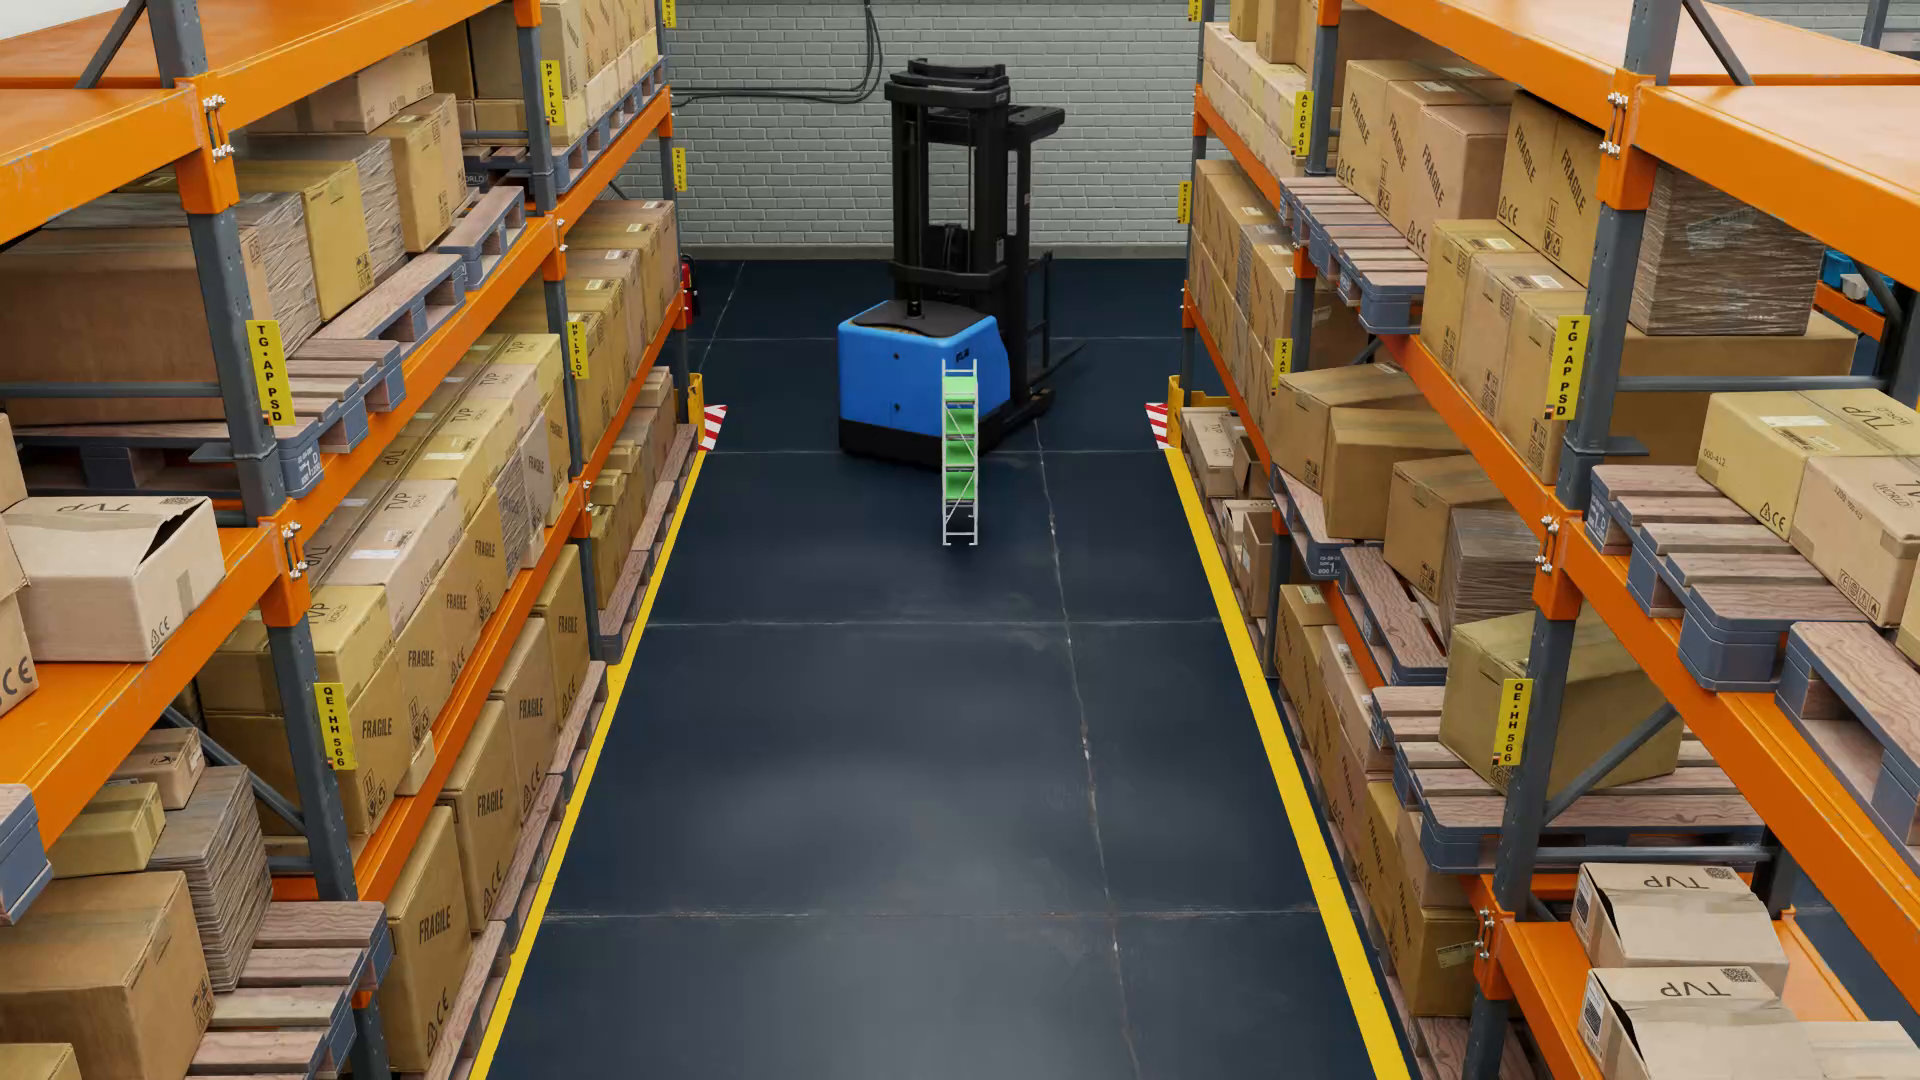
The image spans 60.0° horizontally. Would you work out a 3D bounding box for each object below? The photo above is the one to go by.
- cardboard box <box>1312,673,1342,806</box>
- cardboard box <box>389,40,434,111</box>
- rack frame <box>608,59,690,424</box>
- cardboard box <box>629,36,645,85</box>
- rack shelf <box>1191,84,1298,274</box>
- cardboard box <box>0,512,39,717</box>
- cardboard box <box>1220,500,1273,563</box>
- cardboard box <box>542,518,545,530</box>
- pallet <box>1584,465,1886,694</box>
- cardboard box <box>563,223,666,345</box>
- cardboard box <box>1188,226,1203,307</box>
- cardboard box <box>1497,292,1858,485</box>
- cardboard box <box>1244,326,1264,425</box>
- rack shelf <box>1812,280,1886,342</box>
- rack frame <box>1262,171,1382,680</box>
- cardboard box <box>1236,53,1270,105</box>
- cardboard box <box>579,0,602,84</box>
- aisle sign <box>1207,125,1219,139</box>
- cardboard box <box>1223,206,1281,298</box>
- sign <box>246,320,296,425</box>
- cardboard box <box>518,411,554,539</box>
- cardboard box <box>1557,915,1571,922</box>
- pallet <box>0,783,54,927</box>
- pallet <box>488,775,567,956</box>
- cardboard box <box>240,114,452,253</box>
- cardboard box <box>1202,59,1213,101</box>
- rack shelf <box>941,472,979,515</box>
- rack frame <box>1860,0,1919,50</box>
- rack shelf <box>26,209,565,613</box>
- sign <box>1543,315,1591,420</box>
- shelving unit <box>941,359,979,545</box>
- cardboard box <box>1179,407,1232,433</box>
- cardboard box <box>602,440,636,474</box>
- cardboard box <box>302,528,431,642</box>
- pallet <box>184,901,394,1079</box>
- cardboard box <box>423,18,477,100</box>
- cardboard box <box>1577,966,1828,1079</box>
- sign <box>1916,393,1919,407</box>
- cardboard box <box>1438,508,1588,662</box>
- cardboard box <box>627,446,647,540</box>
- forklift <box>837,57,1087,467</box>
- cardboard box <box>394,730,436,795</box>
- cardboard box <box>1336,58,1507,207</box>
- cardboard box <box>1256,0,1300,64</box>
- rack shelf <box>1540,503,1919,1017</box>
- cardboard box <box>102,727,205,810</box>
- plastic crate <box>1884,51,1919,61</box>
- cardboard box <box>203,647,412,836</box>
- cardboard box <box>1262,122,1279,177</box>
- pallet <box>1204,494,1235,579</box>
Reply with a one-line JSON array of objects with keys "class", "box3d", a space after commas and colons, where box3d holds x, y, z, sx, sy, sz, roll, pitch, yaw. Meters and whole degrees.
[{"class": "cardboard box", "box3d": [2.096, 1.003, 8.393, 0.500, 0.500, 0.500, 0, 24, 0]}, {"class": "cardboard box", "box3d": [-2.756, -2.129, 7.613, 0.500, 0.250, 0.500, 1, 24, 3]}, {"class": "rack frame", "box3d": [-2.678, -2.186, 12.944, 1.000, 3.000, 0.127, 0, 24, -1]}, {"class": "cardboard box", "box3d": [-2.397, -3.207, 11.111, 0.500, 0.250, 0.500, -1, 24, -3]}, {"class": "rack shelf", "box3d": [2.298, -2.425, 10.705, 1.077, 0.370, 4.000, 0, 24, -1]}, {"class": "cardboard box", "box3d": [-2.669, 0.222, 3.830, 0.797, 0.503, 0.637, 3, 25, 7]}, {"class": "cardboard box", "box3d": [2.021, -0.080, 11.016, 0.500, 0.311, 0.500, 0, 24, -1]}, {"class": "cardboard box", "box3d": [-2.363, -0.084, 8.576, 0.380, 0.149, 0.250, 0, 24, 1]}, {"class": "pallet", "box3d": [2.460, 0.085, 4.512, 1.213, 0.211, 1.003, 1, 24, 2]}, {"class": "cardboard box", "box3d": [-2.643, -1.813, 11.755, 0.980, 0.700, 0.700, 0, 24, -1]}, {"class": "cardboard box", "box3d": [2.017, -2.072, 12.569, 0.500, 0.500, 0.500, 0, 24, 1]}, {"class": "cardboard box", "box3d": [2.325, -0.506, 5.467, 0.910, 0.500, 0.500, 0, 24, -1]}, {"class": "cardboard box", "box3d": [2.050, -1.025, 10.255, 0.500, 0.500, 0.500, 0, 24, 1]}, {"class": "rack shelf", "box3d": [7.251, -1.079, 11.369, 1.077, 0.370, 4.000, 0, 24, -1]}, {"class": "rack frame", "box3d": [2.319, -0.562, 9.353, 1.000, 3.000, 0.127, 0, 24, -1]}, {"class": "cardboard box", "box3d": [2.033, -2.905, 10.469, 0.500, 0.250, 0.500, 0, 24, -1]}, {"class": "cardboard box", "box3d": [-2.373, -2.922, 9.572, 0.500, 0.500, 0.500, -1, 24, -2]}, {"class": "aisle sign", "box3d": [1.981, -3.422, 12.520, 0.394, 0.787, 0.004, 0, 24, -1]}, {"class": "cardboard box", "box3d": [2.037, -1.896, 10.968, 0.500, 0.500, 0.500, 0, 24, -1]}, {"class": "sign", "box3d": [-2.048, -0.494, 4.934, 0.100, 0.325, 0.005, 0, 24, -1]}, {"class": "cardboard box", "box3d": [-2.361, -0.329, 8.331, 0.500, 0.500, 0.500, 0, 24, 0]}, {"class": "cardboard box", "box3d": [2.644, 1.836, 6.550, 0.500, 0.500, 0.500, 1, 24, 2]}, {"class": "pallet", "box3d": [-2.461, 0.795, 2.940, 1.213, 0.211, 1.003, 0, 24, -1]}, {"class": "pallet", "box3d": [-2.534, 1.554, 8.058, 1.003, 0.211, 1.213, 0, 24, -1]}, {"class": "cardboard box", "box3d": [-2.663, -1.559, 7.261, 0.700, 0.500, 0.500, -1, 24, -2]}, {"class": "cardboard box", "box3d": [2.027, -3.296, 11.939, 0.500, 0.250, 0.500, 0, 24, -1]}, {"class": "rack shelf", "box3d": [-0.002, -0.338, 11.779, 0.258, 0.148, 0.480, 0, 24, -1]}, {"class": "rack frame", "box3d": [7.229, -4.964, 11.807, 1.000, 3.000, 0.127, 0, 24, -1]}, {"class": "rack shelf", "box3d": [-2.612, -0.753, 7.008, 1.077, 0.370, 4.000, 0, 24, -1]}, {"class": "sign", "box3d": [1.820, -0.514, 4.980, 0.100, 0.325, 0.005, 0, 24, -1]}, {"class": "shelving unit", "box3d": [-0.002, -0.615, 11.654, 0.258, 1.200, 0.503, 0, 24, -1]}, {"class": "cardboard box", "box3d": [1.937, -0.938, 13.109, 0.380, 0.149, 0.250, 0, 24, -1]}, {"class": "cardboard box", "box3d": [-2.367, -0.552, 11.067, 0.380, 0.149, 0.250, -1, 24, -2]}, {"class": "cardboard box", "box3d": [-2.344, 0.168, 6.321, 0.500, 0.250, 0.500, -1, 24, -1]}, {"class": "pallet", "box3d": [-2.476, 1.491, 5.047, 1.213, 0.211, 1.003, 0, 24, -1]}, {"class": "cardboard box", "box3d": [-2.875, -2.702, 9.085, 0.500, 0.500, 0.500, 0, 24, -1]}, {"class": "cardboard box", "box3d": [2.179, 1.496, 4.910, 0.500, 0.311, 0.500, -1, 24, -1]}, {"class": "sign", "box3d": [2.918, -0.551, 4.965, 0.100, 0.325, 0.005, 0, 24, -1]}, {"class": "cardboard box", "box3d": [2.424, 0.213, 7.009, 0.700, 0.500, 0.500, 4, 25, 9]}, {"class": "cardboard box", "box3d": [-2.545, -0.318, 11.336, 0.700, 0.500, 0.500, 0, 24, 1]}, {"class": "forklift", "box3d": [0.166, -2.469, 13.651, 1.130, 2.935, 3.031, 12, 27, 25]}, {"class": "cardboard box", "box3d": [-2.275, 0.865, 6.478, 0.380, 0.149, 0.250, 0, 24, 1]}, {"class": "cardboard box", "box3d": [2.251, -2.003, 8.147, 0.600, 0.600, 0.600, -3, 24, -6]}, {"class": "cardboard box", "box3d": [2.243, -3.248, 10.317, 0.700, 0.500, 0.500, 0, 24, -1]}, {"class": "rack shelf", "box3d": [2.385, 0.871, 3.416, 1.077, 0.370, 4.000, 0, 24, -1]}, {"class": "cardboard box", "box3d": [-2.557, 0.711, 5.097, 0.380, 0.149, 0.250, -3, 25, -7]}, {"class": "plastic crate", "box3d": [6.954, -3.378, 12.098, 0.497, 0.269, 0.590, 0, 24, -1]}, {"class": "cardboard box", "box3d": [-2.340, 0.719, 6.015, 0.500, 0.500, 0.500, 0, 24, 1]}, {"class": "cardboard box", "box3d": [2.053, -2.266, 9.661, 0.500, 0.250, 0.500, 0, 24, -1]}, {"class": "pallet", "box3d": [2.297, -0.078, 11.667, 1.003, 0.211, 1.213, 0, 24, -1]}]
